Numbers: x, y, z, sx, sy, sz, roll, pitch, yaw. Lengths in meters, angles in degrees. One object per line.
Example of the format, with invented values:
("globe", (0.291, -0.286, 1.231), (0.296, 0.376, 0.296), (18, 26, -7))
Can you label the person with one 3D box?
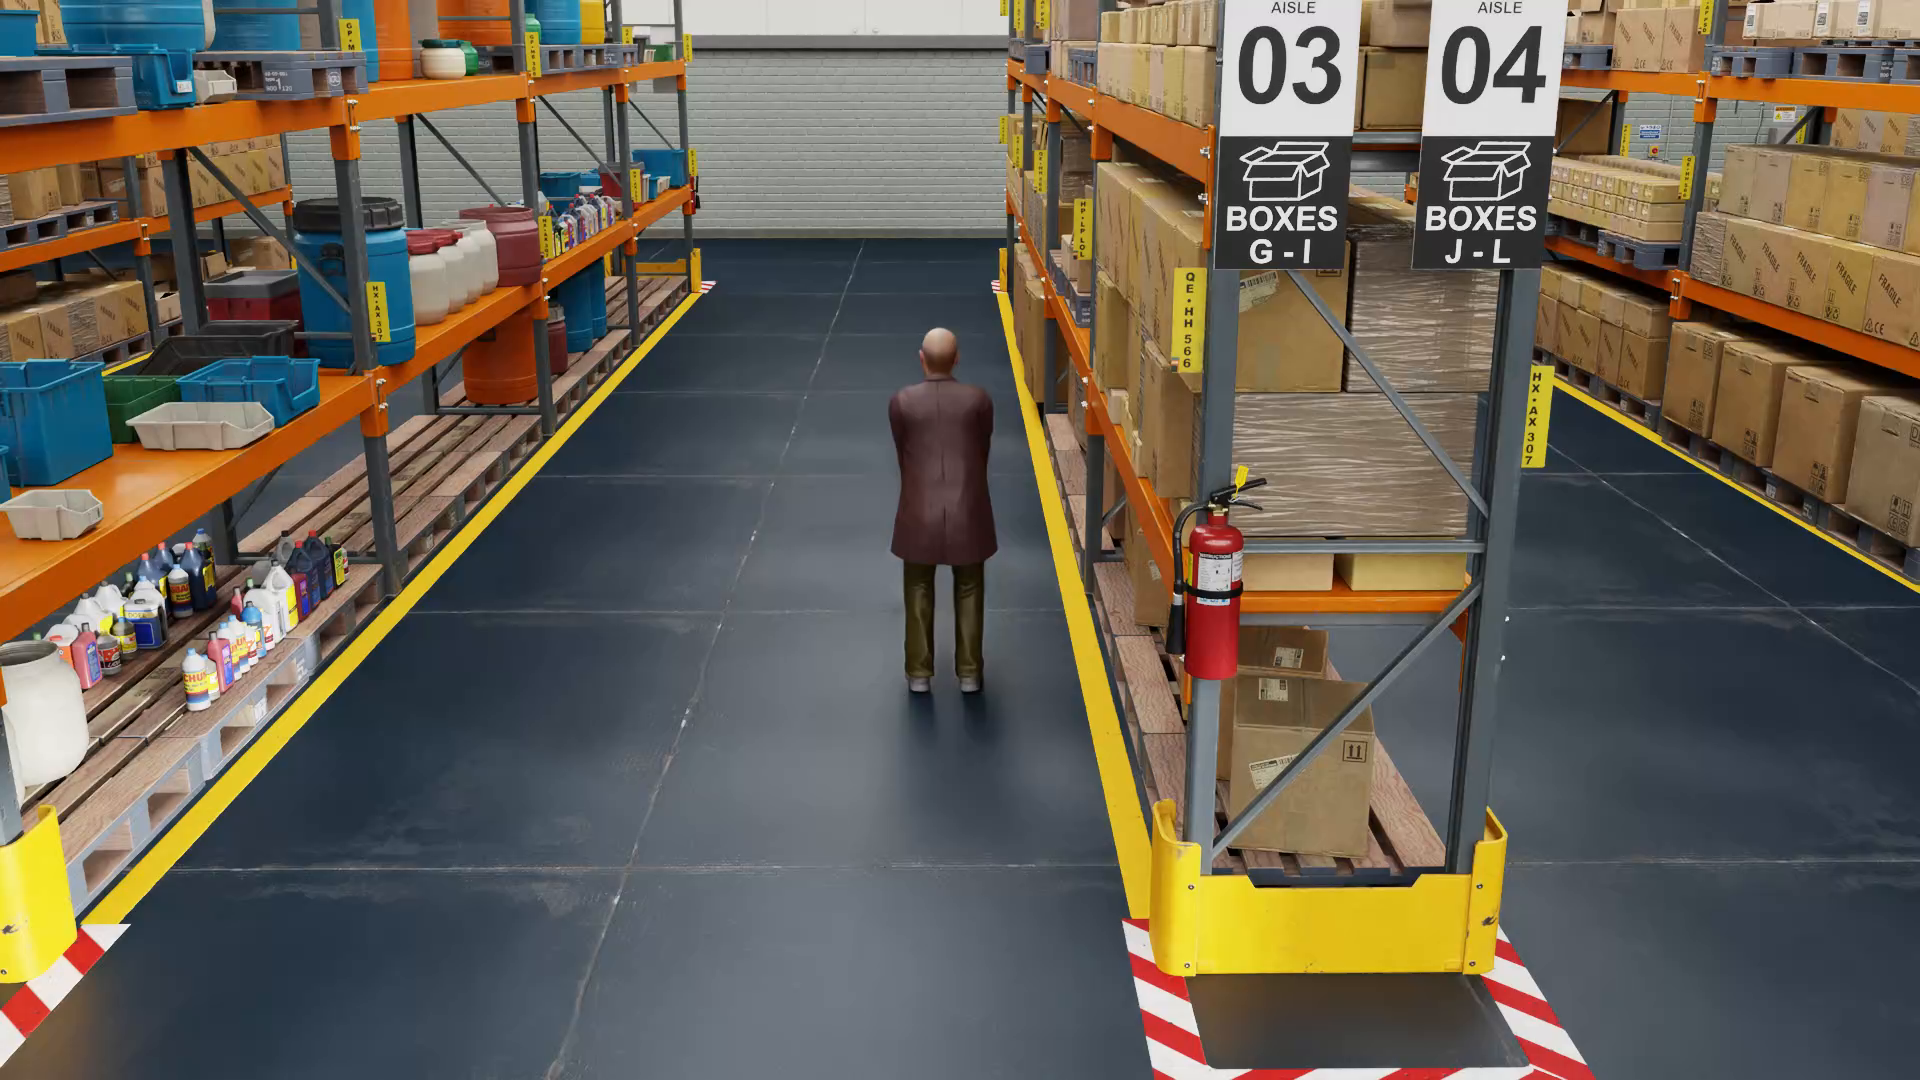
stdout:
("person", (-0.081, -0.166, 8.126), (0.528, 1.779, 0.564), (0, 17, -1))
